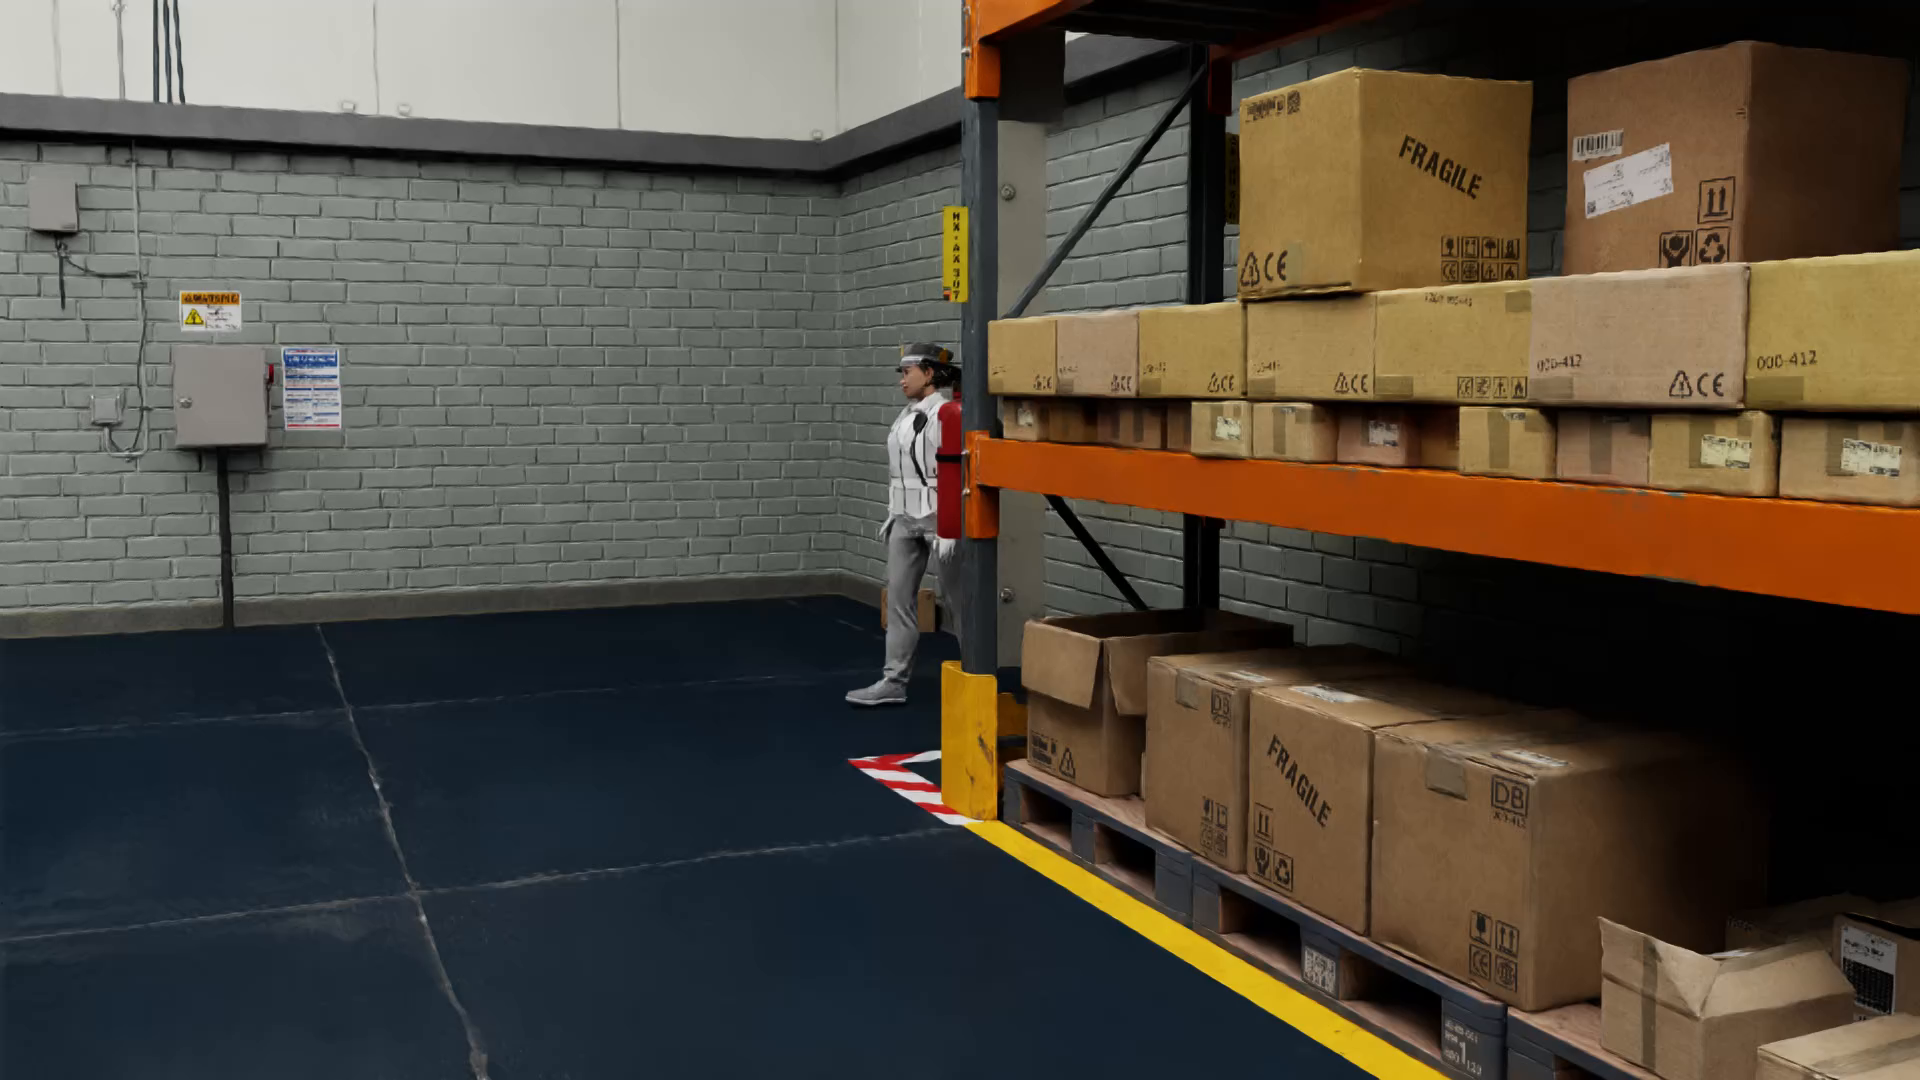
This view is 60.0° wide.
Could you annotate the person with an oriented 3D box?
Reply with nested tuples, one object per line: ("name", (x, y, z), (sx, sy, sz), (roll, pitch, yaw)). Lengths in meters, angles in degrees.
("person", (-0.199, -0.081, 7.676), (0.642, 1.663, 0.666), (-4, 7, -38))
